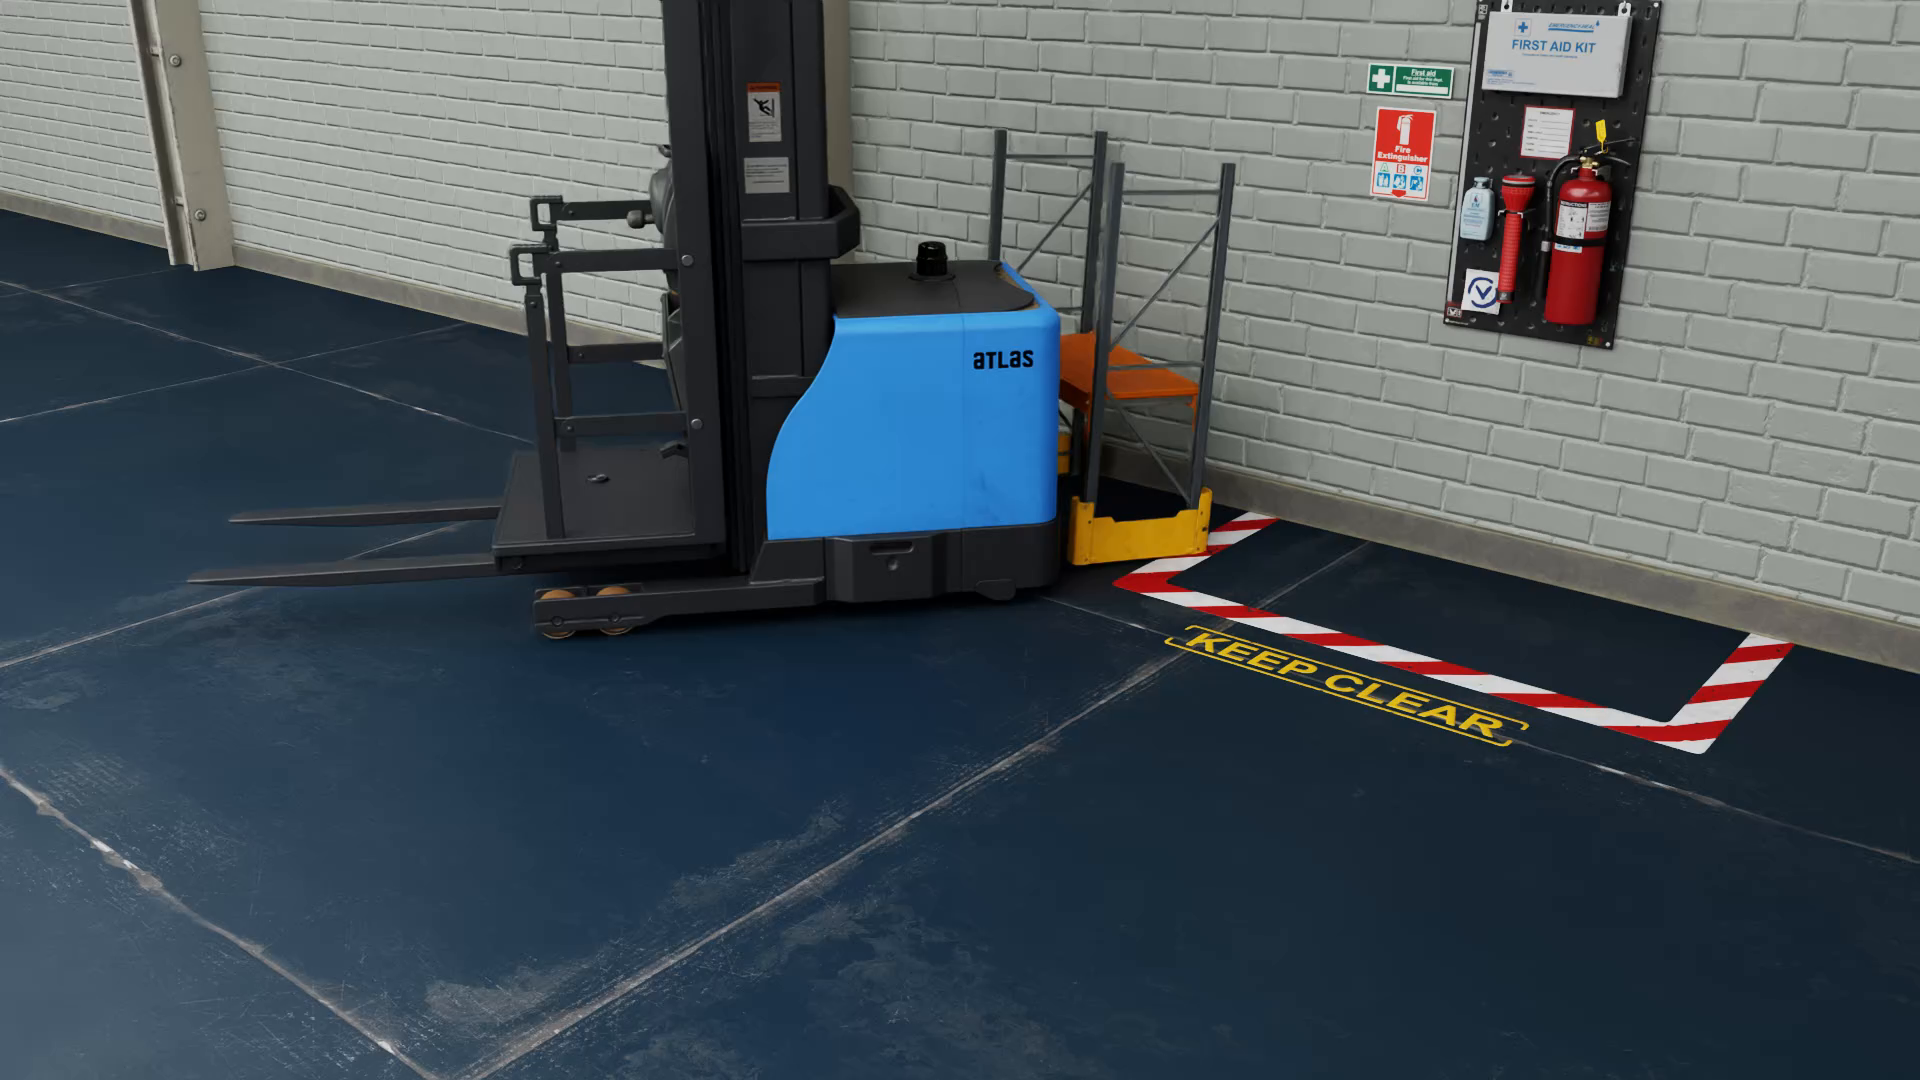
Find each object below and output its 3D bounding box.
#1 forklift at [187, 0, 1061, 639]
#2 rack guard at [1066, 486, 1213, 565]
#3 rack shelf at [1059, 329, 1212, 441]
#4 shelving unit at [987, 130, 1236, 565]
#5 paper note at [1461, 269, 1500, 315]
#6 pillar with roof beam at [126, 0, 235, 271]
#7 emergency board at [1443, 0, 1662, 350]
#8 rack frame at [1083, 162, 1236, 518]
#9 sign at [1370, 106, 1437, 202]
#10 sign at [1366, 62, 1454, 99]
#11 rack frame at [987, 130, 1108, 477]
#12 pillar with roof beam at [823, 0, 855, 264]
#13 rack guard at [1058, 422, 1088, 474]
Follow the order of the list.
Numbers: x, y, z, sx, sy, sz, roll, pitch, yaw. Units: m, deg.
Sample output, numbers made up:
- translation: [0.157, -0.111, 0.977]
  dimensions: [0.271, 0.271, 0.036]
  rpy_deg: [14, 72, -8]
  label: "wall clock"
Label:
- translation: [-1.202, -1.230, 5.775]
  dimensions: [3.031, 2.935, 1.130]
  rpy_deg: [-4, 21, -9]
  label: "forklift"
- translation: [0.694, -0.057, 6.419]
  dimensions: [0.587, 0.250, 0.087]
  rpy_deg: [-5, 21, -22]
  label: "rack guard"
- translation: [0.524, -0.642, 6.709]
  dimensions: [0.538, 0.185, 1.000]
  rpy_deg: [-5, 21, -22]
  label: "rack shelf"
- translation: [0.537, -0.808, 6.641]
  dimensions: [0.587, 1.500, 1.083]
  rpy_deg: [-5, 21, -22]
  label: "shelving unit"
- translation: [1.907, -0.907, 6.070]
  dimensions: [0.142, 0.148, 0.016]
  rpy_deg: [16, 26, 36]
  label: "paper note"
- translation: [-8.127, -5.006, 7.191]
  dimensions: [0.400, 9.000, 9.100]
  rpy_deg: [16, 26, 36]
  label: "pillar with roof beam"
- translation: [2.001, -1.261, 5.760]
  dimensions: [0.643, 1.169, 0.194]
  rpy_deg: [16, 26, 36]
  label: "emergency board"
- translation: [0.728, -0.645, 6.210]
  dimensions: [0.500, 1.500, 0.032]
  rpy_deg: [-5, 21, -22]
  label: "rack frame"
- translation: [1.638, -1.429, 6.155]
  dimensions: [0.234, 0.329, 0.001]
  rpy_deg: [16, 26, 36]
  label: "sign"
- translation: [1.636, -1.673, 6.053]
  dimensions: [0.331, 0.109, 0.001]
  rpy_deg: [16, 26, 36]
  label: "sign"
- translation: [0.339, -0.977, 7.088]
  dimensions: [0.500, 1.500, 0.032]
  rpy_deg: [-5, 21, -22]
  label: "rack frame"
- translation: [-3.479, -3.668, 3.641]
  dimensions: [0.400, 9.000, 9.100]
  rpy_deg: [16, 26, 36]
  label: "pillar with roof beam"
- translation: [0.313, -0.382, 7.279]
  dimensions: [0.587, 0.250, 0.087]
  rpy_deg: [-5, 21, -22]
  label: "rack guard"
